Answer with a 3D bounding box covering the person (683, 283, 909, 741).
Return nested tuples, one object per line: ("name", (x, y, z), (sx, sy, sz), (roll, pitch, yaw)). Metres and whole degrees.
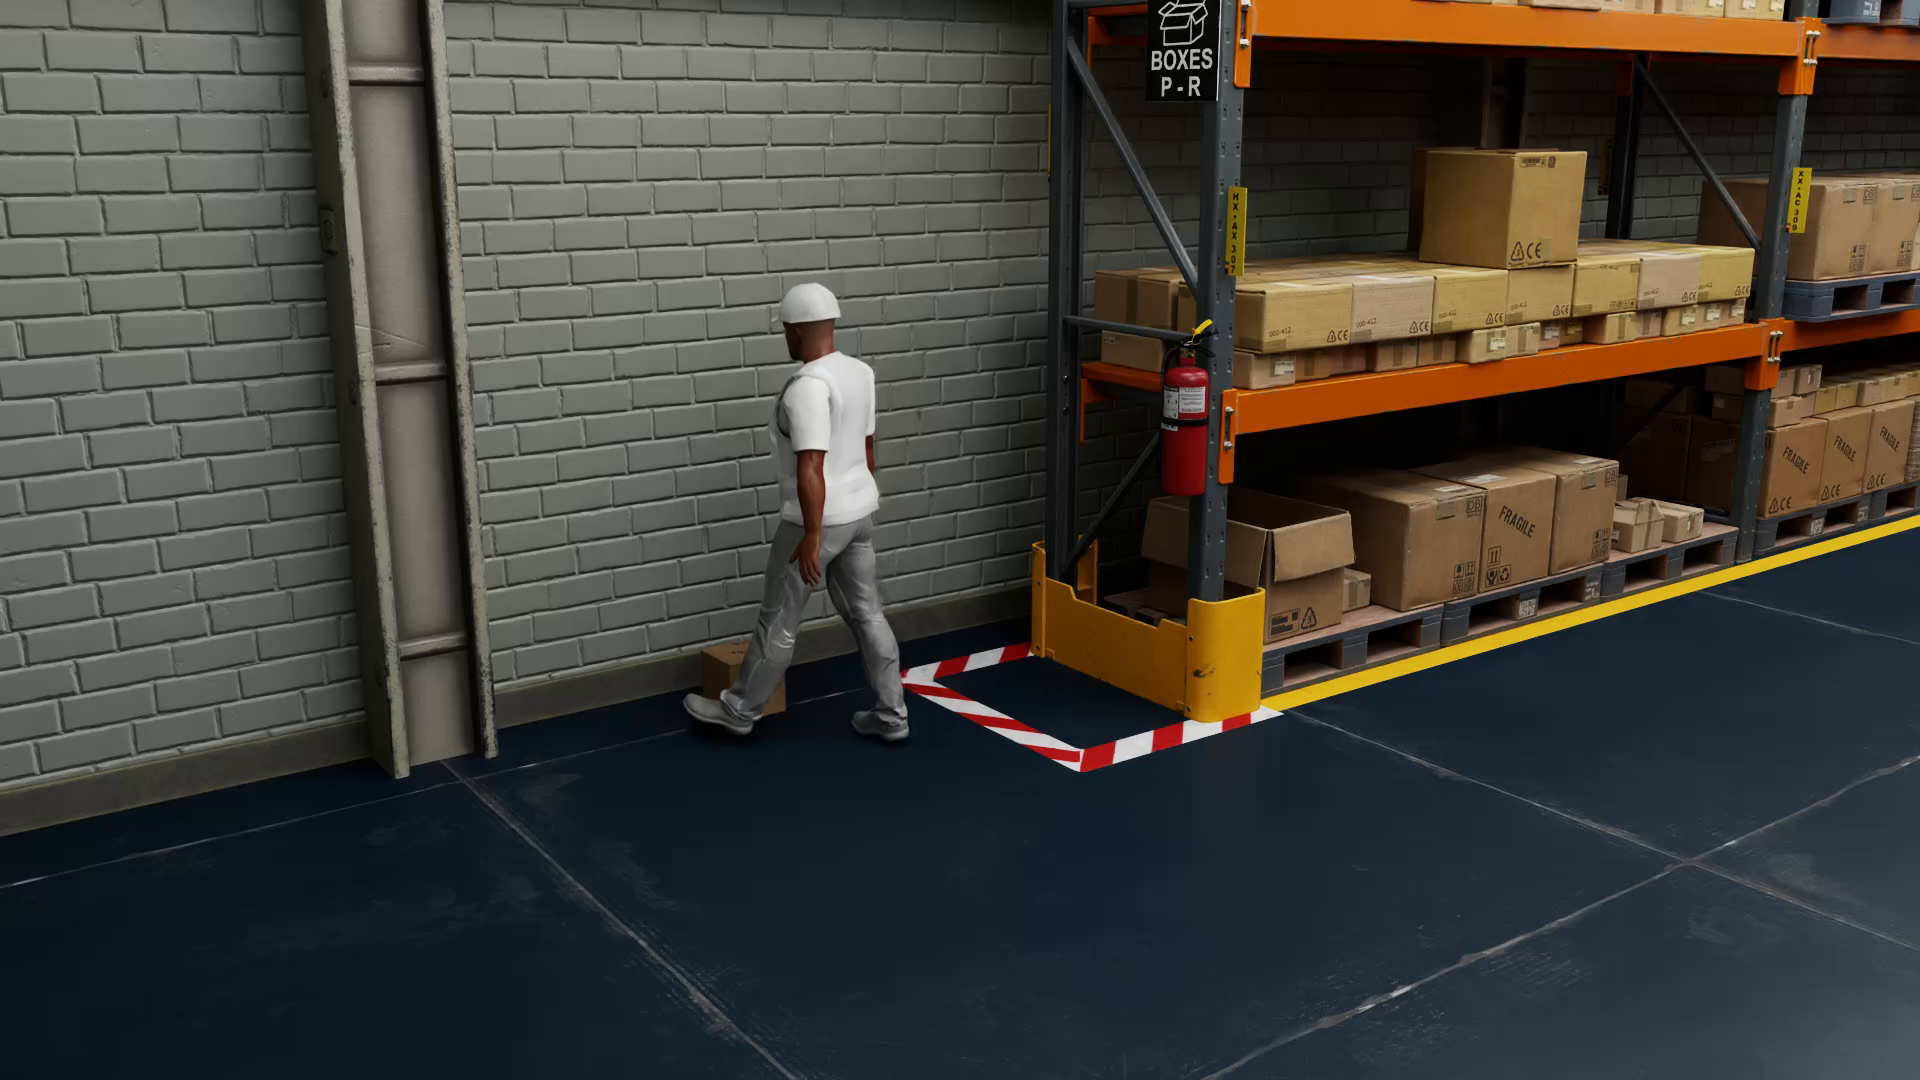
("person", (-0.611, -0.097, 6.327), (0.869, 1.751, 0.664), (6, 16, 23))
